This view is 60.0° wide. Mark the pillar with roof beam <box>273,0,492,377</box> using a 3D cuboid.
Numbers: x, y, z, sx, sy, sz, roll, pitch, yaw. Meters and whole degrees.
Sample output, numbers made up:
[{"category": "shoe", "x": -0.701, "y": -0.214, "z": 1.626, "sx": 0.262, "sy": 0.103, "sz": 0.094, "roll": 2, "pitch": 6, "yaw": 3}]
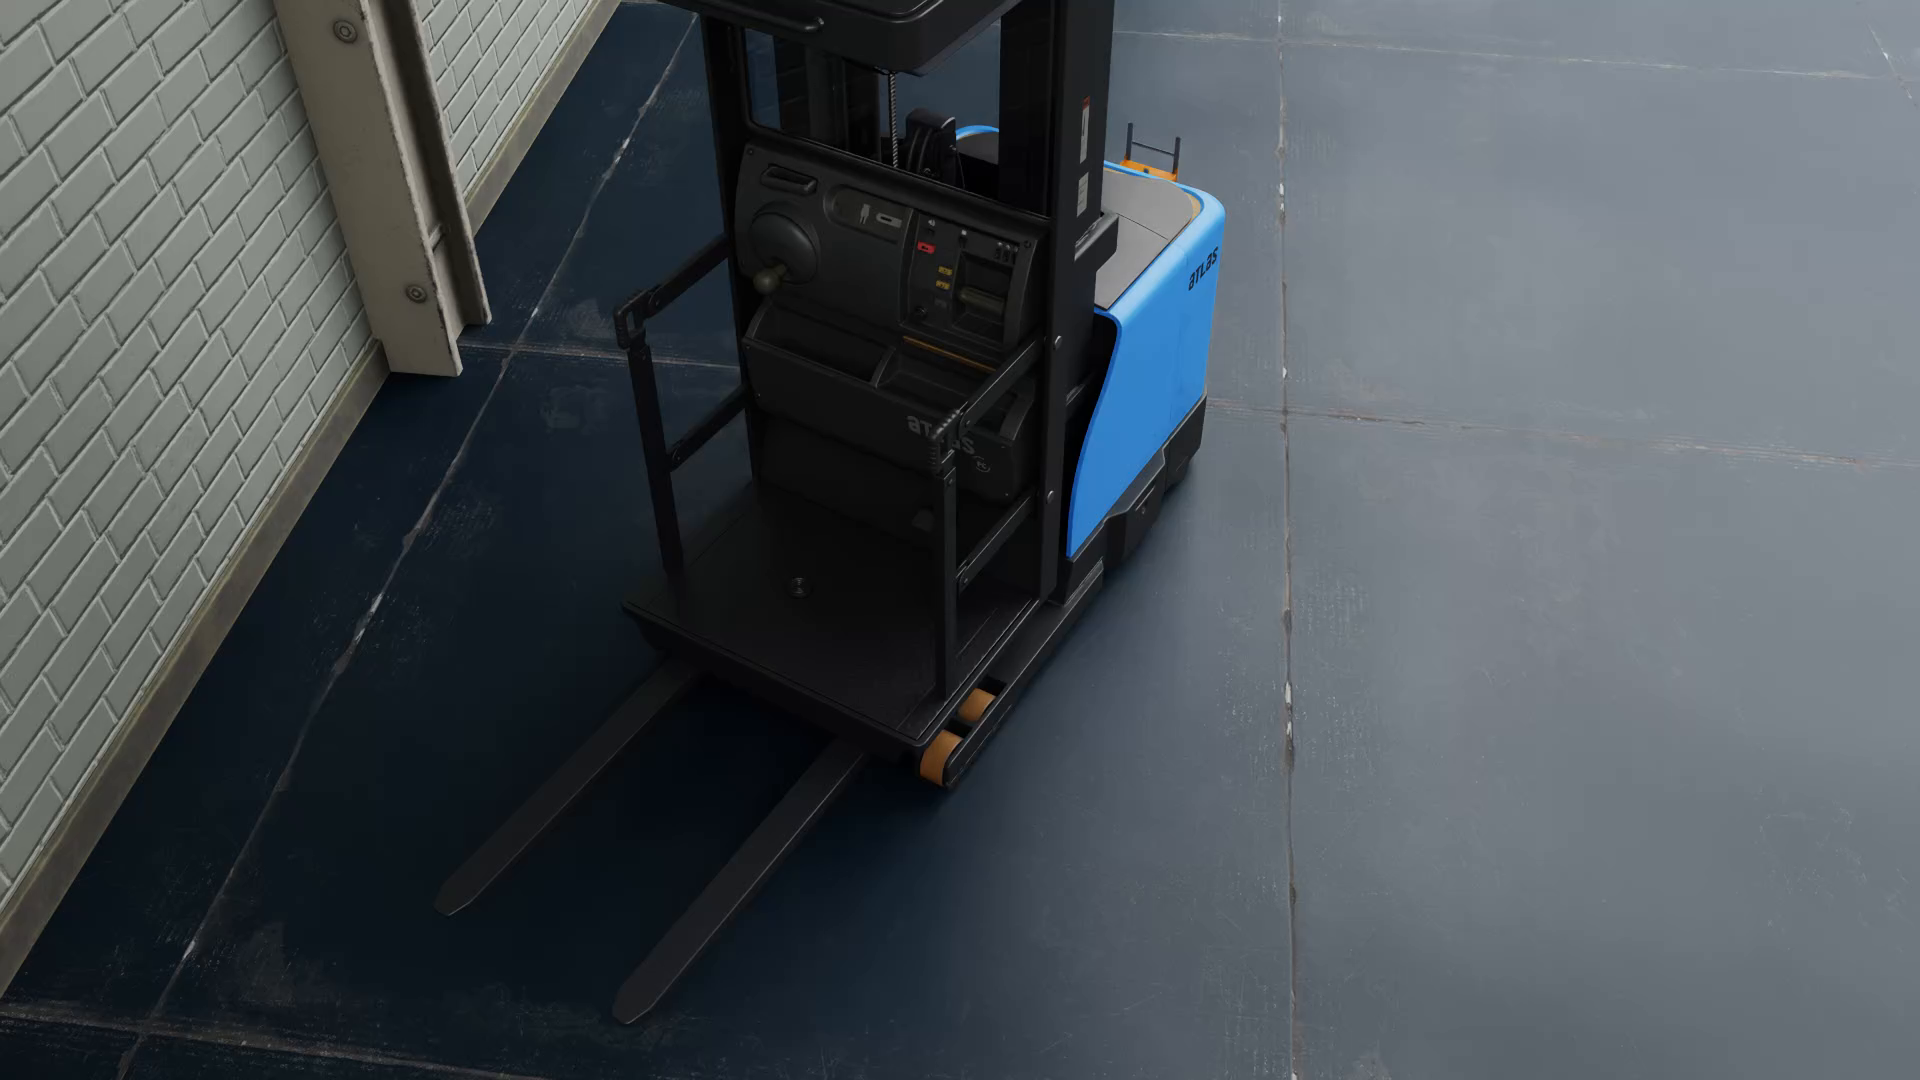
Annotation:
[{"category": "pillar with roof beam", "x": 2.204, "y": -3.655, "z": 3.066, "sx": 9.100, "sy": 9.000, "sz": 0.400, "roll": 5, "pitch": 44, "yaw": 6}]

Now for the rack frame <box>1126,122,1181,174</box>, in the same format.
[{"category": "rack frame", "x": 0.668, "y": -1.027, "z": 6.071, "sx": 0.200, "sy": 1.050, "sz": 0.008, "roll": 23, "pitch": 48, "yaw": 22}]

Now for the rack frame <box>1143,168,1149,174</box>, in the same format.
[{"category": "rack frame", "x": 0.541, "y": -0.884, "z": 5.920, "sx": 0.200, "sy": 1.050, "sz": 0.008, "roll": 23, "pitch": 48, "yaw": 22}]

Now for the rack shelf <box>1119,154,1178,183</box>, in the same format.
[{"category": "rack shelf", "x": 0.605, "y": -1.154, "z": 5.807, "sx": 0.215, "sy": 0.259, "sz": 0.240, "roll": 23, "pitch": 48, "yaw": 22}]

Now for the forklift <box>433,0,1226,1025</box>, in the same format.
[{"category": "forklift", "x": -0.325, "y": -0.699, "z": 4.357, "sx": 1.130, "sy": 2.935, "sz": 3.031, "roll": 23, "pitch": 48, "yaw": 22}]

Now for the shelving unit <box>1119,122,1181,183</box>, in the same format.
[{"category": "shelving unit", "x": 0.605, "y": -0.955, "z": 5.995, "sx": 0.215, "sy": 1.050, "sz": 0.252, "roll": 23, "pitch": 48, "yaw": 22}]
